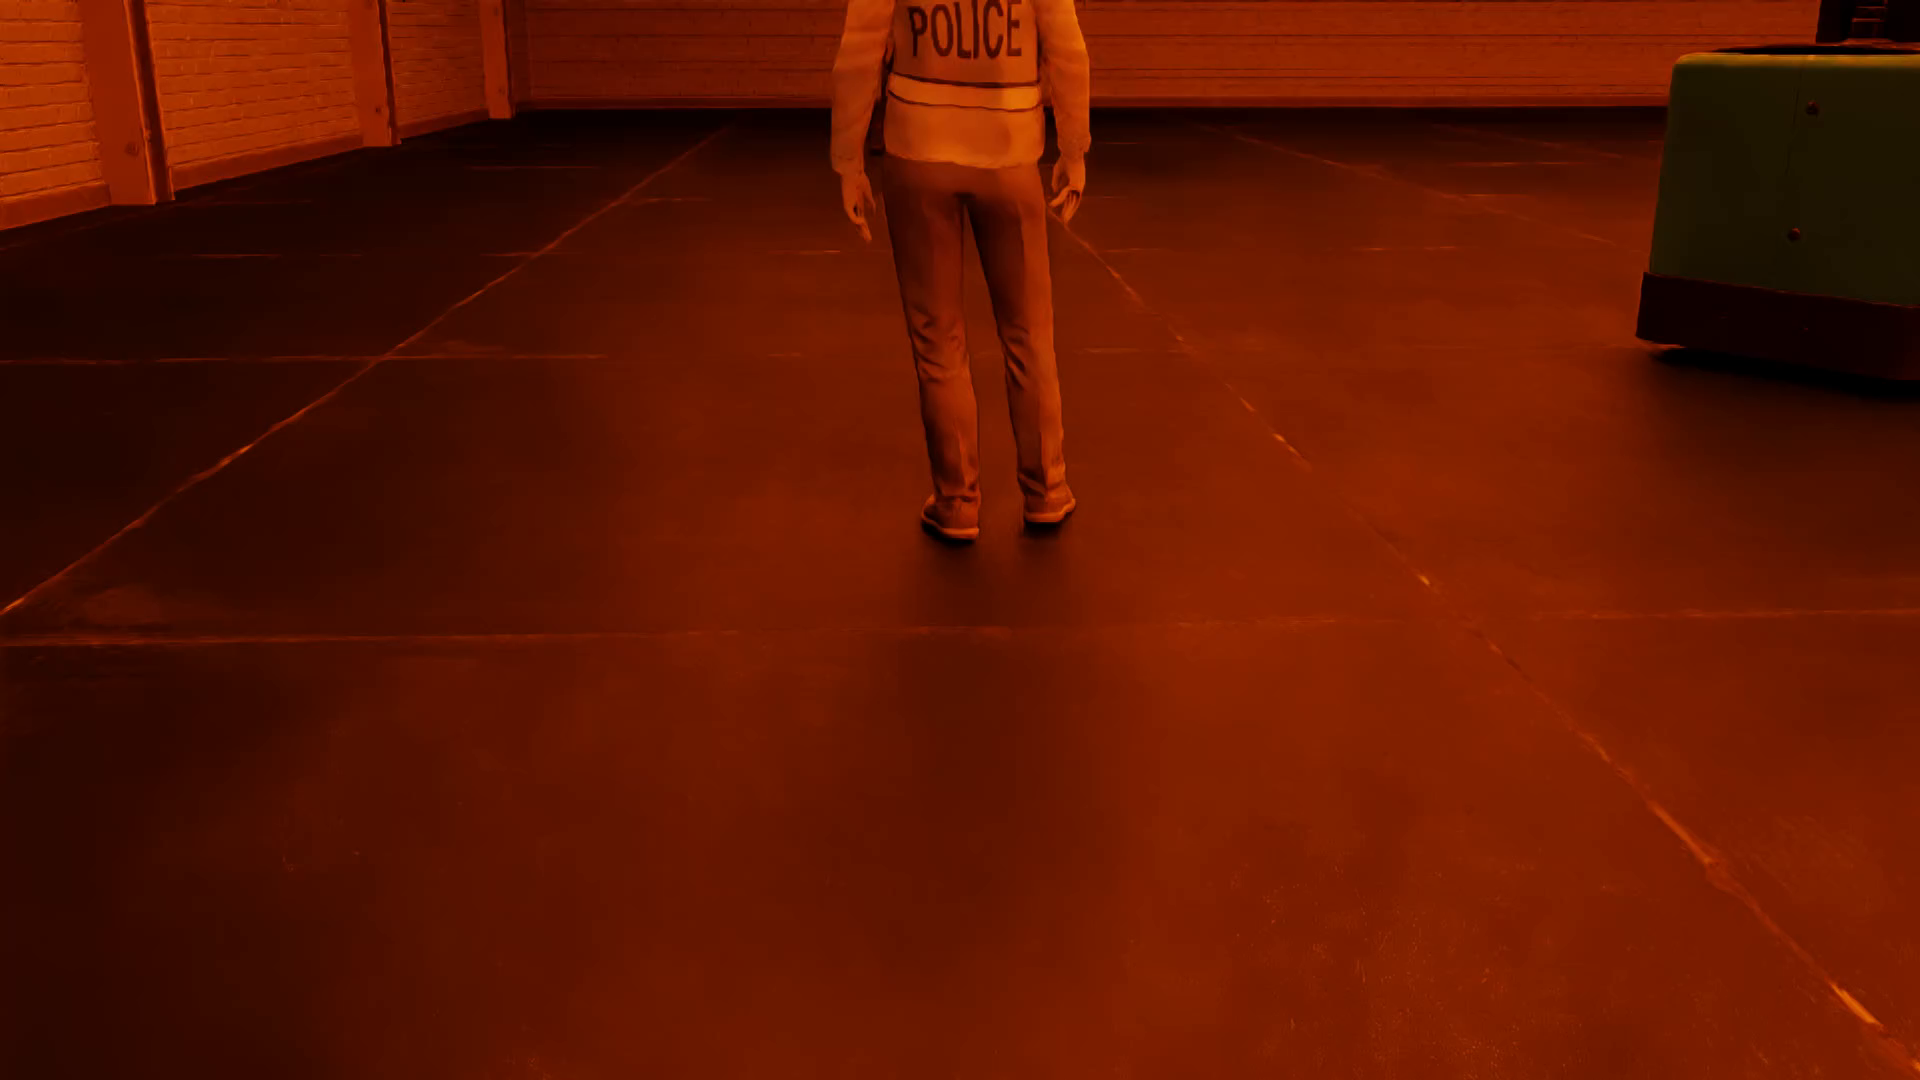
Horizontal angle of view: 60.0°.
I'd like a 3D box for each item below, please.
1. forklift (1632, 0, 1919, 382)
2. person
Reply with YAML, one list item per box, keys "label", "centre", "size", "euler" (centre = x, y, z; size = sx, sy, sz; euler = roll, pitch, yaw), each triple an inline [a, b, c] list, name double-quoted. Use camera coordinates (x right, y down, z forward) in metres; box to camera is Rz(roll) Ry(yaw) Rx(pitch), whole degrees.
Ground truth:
- label: "forklift"
  centre: [3.968, -2.205, 6.115]
  size: [3.031, 2.935, 1.130]
  euler: [-11, 20, -33]
- label: "person"
  centre: [0.004, -0.837, 3.733]
  size: [0.586, 1.695, 0.532]
  euler: [-1, 17, -3]
